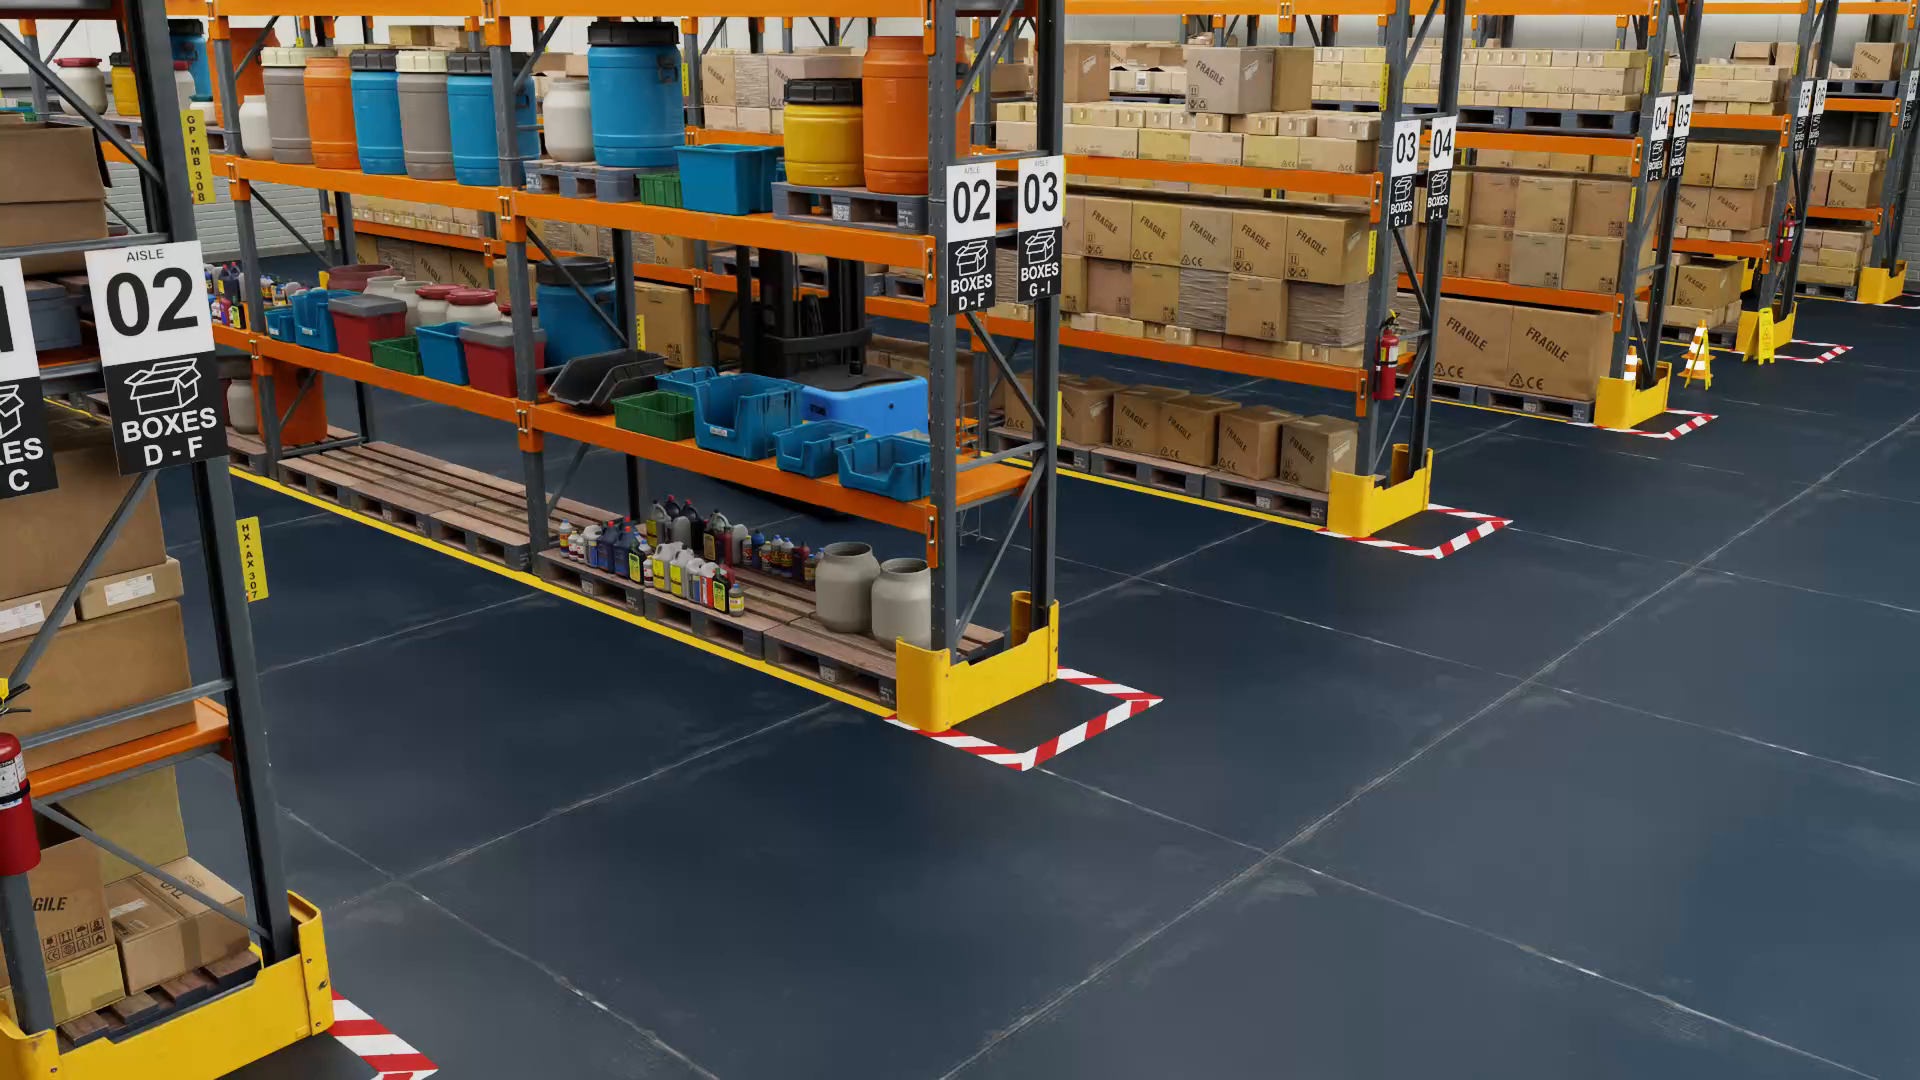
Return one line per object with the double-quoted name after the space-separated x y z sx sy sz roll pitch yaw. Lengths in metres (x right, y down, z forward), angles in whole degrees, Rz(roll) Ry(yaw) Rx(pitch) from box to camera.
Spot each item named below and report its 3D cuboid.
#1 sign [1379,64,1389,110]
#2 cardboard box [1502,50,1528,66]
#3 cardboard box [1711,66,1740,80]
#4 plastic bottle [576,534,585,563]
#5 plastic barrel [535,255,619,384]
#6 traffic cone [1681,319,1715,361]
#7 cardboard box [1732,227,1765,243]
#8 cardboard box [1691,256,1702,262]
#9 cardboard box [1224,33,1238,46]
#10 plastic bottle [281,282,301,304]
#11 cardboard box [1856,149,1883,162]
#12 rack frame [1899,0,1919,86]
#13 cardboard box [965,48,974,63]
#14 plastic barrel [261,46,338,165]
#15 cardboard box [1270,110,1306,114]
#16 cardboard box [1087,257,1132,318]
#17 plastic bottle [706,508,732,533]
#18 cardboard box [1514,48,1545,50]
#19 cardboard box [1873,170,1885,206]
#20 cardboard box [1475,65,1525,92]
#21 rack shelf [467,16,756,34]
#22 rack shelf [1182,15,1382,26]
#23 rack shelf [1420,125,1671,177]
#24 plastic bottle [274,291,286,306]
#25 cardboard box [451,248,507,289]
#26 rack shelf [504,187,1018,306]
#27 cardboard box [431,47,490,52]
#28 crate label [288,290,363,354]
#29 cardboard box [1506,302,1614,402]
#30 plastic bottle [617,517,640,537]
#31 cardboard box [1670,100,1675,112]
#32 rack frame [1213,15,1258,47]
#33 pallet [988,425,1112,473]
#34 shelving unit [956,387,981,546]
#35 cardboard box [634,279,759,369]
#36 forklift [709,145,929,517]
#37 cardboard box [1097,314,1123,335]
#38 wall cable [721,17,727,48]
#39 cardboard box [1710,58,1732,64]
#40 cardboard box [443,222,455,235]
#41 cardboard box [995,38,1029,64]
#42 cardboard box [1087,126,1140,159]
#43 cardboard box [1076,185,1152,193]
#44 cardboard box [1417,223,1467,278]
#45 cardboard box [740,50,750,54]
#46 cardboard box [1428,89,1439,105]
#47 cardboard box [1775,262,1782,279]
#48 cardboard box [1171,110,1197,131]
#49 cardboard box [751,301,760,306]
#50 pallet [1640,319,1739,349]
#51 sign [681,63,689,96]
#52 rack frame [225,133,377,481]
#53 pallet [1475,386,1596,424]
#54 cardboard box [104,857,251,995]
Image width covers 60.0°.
3.110 -3.320 12.192 0.005 0.325 0.100 15 23 39 "sign"
5.626 -4.825 16.634 0.250 0.149 0.380 15 23 39 "cardboard box"
9.252 -5.631 20.034 0.250 0.149 0.380 15 23 39 "cardboard box"
-2.686 0.056 11.876 0.097 0.201 0.097 0 18 0 "plastic bottle"
-2.874 -1.658 12.547 0.708 0.901 0.600 15 23 39 "plastic barrel"
8.894 -2.417 19.964 0.334 0.463 0.336 15 23 39 "traffic cone"
9.650 -3.739 20.350 0.250 0.149 0.380 16 24 41 "cardboard box"
9.240 -3.412 21.516 0.500 0.500 0.500 14 22 37 "cardboard box"
4.882 -9.171 30.470 0.258 0.266 0.396 15 23 39 "cardboard box"
-6.233 -2.269 15.509 0.135 0.276 0.152 15 23 39 "plastic bottle"
12.956 -5.479 23.687 0.250 0.149 0.380 15 23 39 "cardboard box"
13.364 -7.815 22.861 0.127 3.000 1.000 15 23 39 "rack frame"
0.009 -6.262 21.496 0.258 0.266 0.396 15 23 39 "cardboard box"
-5.307 -3.530 13.489 0.600 0.901 0.600 0 18 0 "plastic barrel"
2.705 -3.463 13.695 0.250 0.149 0.380 15 23 39 "cardboard box"
1.589 -2.292 14.719 0.500 0.500 0.875 15 23 39 "cardboard box"
-1.728 -0.052 11.969 0.185 0.351 0.144 15 23 39 "plastic bottle"
5.873 -5.024 17.263 0.250 0.149 0.380 15 23 39 "cardboard box"
13.177 -5.166 24.265 0.500 0.500 0.500 16 24 41 "cardboard box"
5.562 -4.676 16.826 0.500 0.250 0.500 15 23 39 "cardboard box"
-3.986 -5.924 18.751 4.000 0.370 1.077 15 23 39 "rack shelf"
5.884 -9.290 29.357 4.000 0.370 1.077 15 23 39 "rack shelf"
5.366 -4.180 17.555 4.000 0.370 1.077 15 23 39 "rack shelf"
-6.301 -2.202 15.419 0.097 0.201 0.097 0 18 0 "plastic bottle"
-5.922 -3.337 21.487 0.875 0.875 0.875 15 23 39 "cardboard box"
-1.290 -1.958 10.552 4.000 0.370 1.077 15 23 39 "rack shelf"
-6.107 -5.868 20.660 0.500 0.500 0.700 13 22 36 "cardboard box"
-5.214 -1.832 13.866 0.616 0.435 0.502 15 23 39 "crate label"
6.310 -2.000 17.275 0.875 0.875 0.875 15 23 40 "cardboard box"
-2.362 0.004 11.793 0.185 0.351 0.144 15 23 39 "plastic bottle"
8.872 -5.359 20.496 0.250 0.149 0.380 15 23 39 "cardboard box"
4.088 -8.298 24.381 0.127 3.000 1.000 15 23 39 "rack frame"
1.028 -0.937 15.716 1.213 0.211 1.003 15 23 39 "pallet"
0.011 -0.569 12.921 0.189 1.200 0.258 15 23 39 "shelving unit"
-2.992 -2.527 18.933 0.875 0.875 1.225 14 22 37 "cardboard box"
-1.576 -1.964 14.454 1.130 2.935 3.031 -14 23 -38 "forklift"
1.414 -1.917 14.608 0.250 0.149 0.380 15 23 39 "cardboard box"
-3.958 -11.793 35.332 0.133 3.039 2.988 15 23 39 "wall cable"
11.280 -7.006 24.632 0.258 0.266 0.396 14 23 38 "cardboard box"
-6.312 -3.970 21.077 0.250 0.149 0.380 15 23 38 "cardboard box"
0.796 -8.132 27.794 0.500 0.500 0.500 16 23 40 "cardboard box"
1.432 -3.396 14.142 0.500 0.250 0.500 14 22 37 "cardboard box"
1.396 -2.931 15.078 0.500 0.500 0.500 15 23 39 "cardboard box"
5.369 -3.171 17.897 0.500 0.550 0.875 15 23 39 "cardboard box"
-2.944 -6.979 23.947 0.250 0.149 0.380 15 23 39 "cardboard box"
5.054 -4.597 17.236 0.250 0.149 0.380 15 23 40 "cardboard box"
12.069 -4.073 24.837 0.500 0.250 0.500 15 23 40 "cardboard box"
1.936 -3.452 13.659 0.250 0.149 0.380 14 22 37 "cardboard box"
-1.969 -2.444 18.020 0.500 0.250 0.500 16 24 41 "cardboard box"
9.431 -2.689 21.237 1.213 0.211 1.003 15 23 39 "pallet"
-2.864 -4.786 17.290 0.005 0.325 0.100 15 23 39 "sign"
-5.777 -2.076 14.693 0.127 3.000 1.000 15 23 39 "rack frame"
6.212 -1.506 17.507 1.213 0.211 1.003 15 23 39 "pallet"
-3.338 1.603 6.953 0.500 0.250 0.500 15 23 39 "cardboard box"
